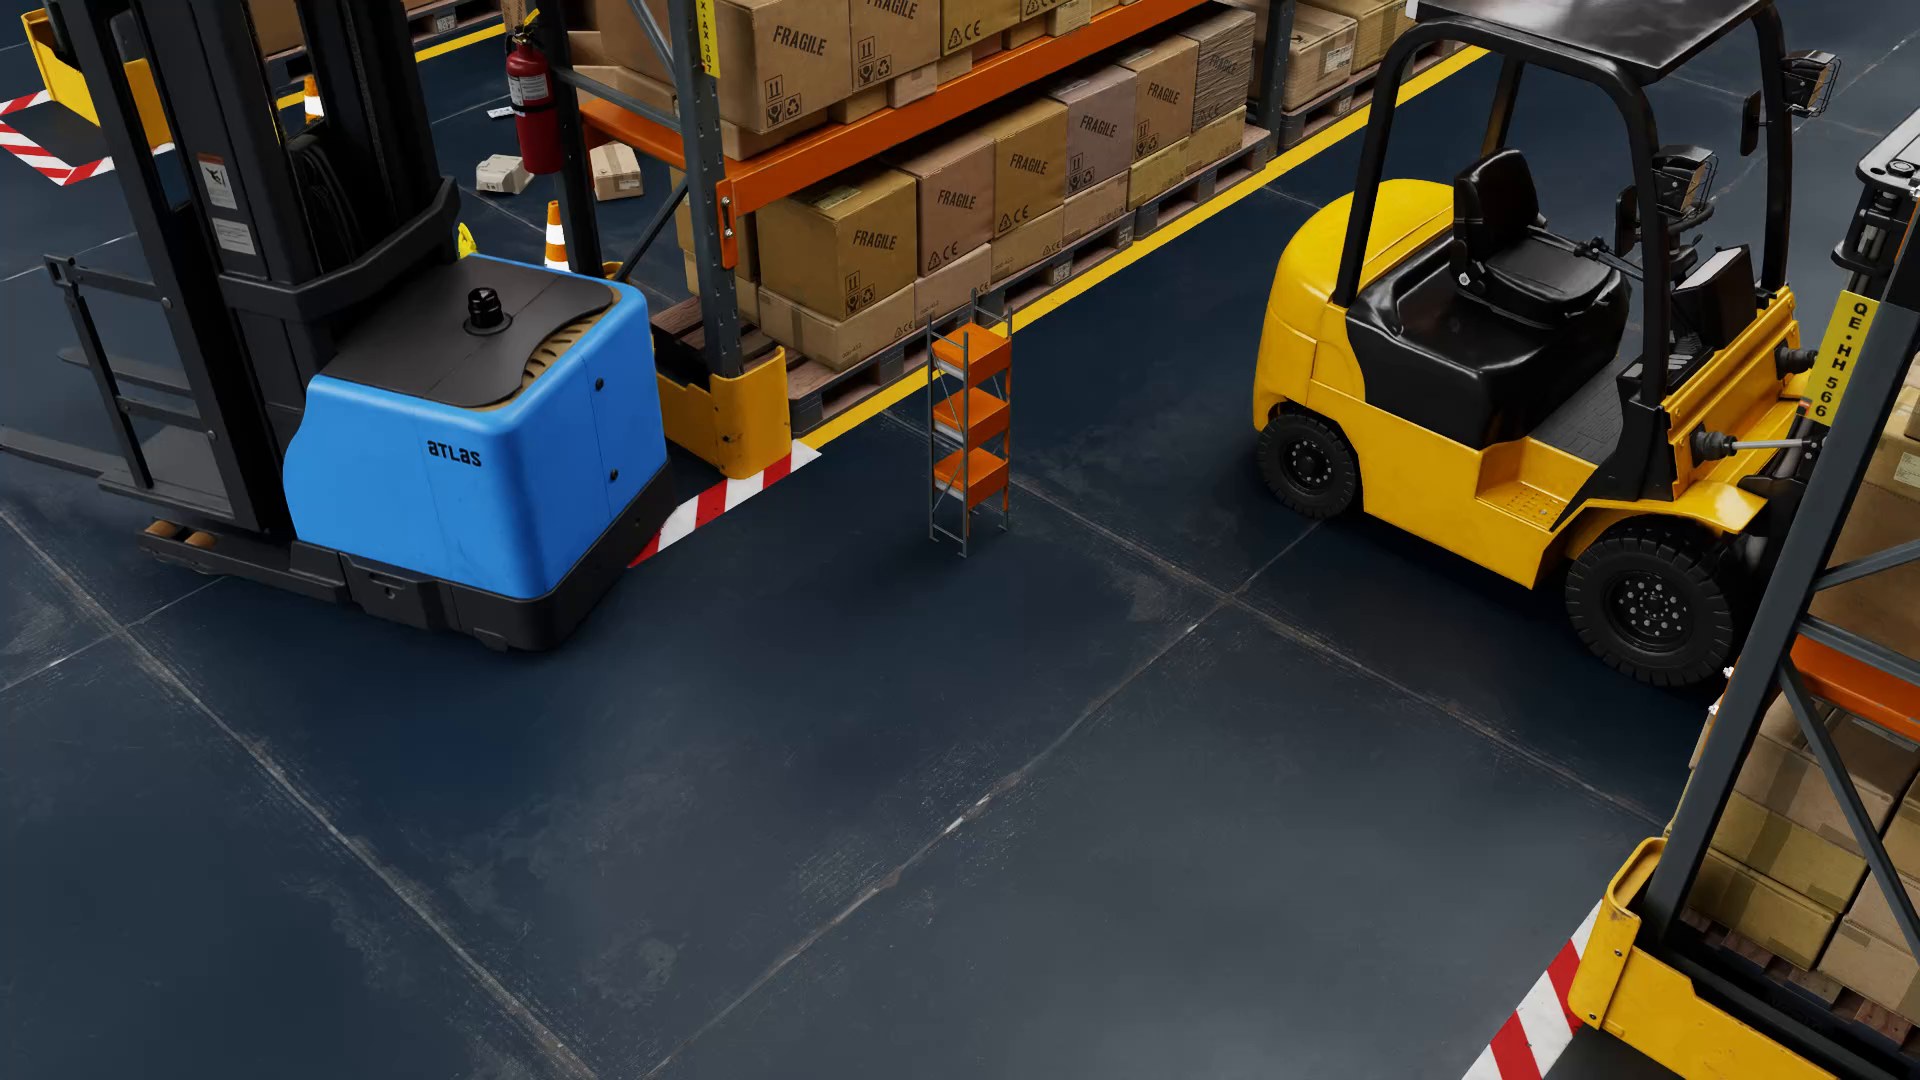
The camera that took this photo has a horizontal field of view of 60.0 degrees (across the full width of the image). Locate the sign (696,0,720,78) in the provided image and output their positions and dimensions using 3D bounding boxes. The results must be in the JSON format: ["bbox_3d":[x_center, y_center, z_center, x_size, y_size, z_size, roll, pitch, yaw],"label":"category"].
[{"bbox_3d":[-0.903,-1.814,5.925,0.100,0.325,0.005,30,47,32],"label":"sign"}]

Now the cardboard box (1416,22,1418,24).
[{"bbox_3d":[2.698,-3.570,10.604,0.950,0.372,0.625,31,48,33],"label":"cardboard box"}]

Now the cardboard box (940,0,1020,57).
[{"bbox_3d":[-0.089,-2.433,7.081,0.500,0.500,0.500,29,47,31],"label":"cardboard box"}]

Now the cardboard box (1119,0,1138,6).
[{"bbox_3d":[0.720,-2.698,7.935,0.380,0.149,0.250,29,47,31],"label":"cardboard box"}]

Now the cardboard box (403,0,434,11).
[{"bbox_3d":[-4.025,-3.812,10.503,0.875,0.875,0.875,29,47,31],"label":"cardboard box"}]

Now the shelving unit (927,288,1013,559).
[{"bbox_3d":[0.036,-0.435,6.454,0.215,1.050,0.252,30,47,32],"label":"shelving unit"}]

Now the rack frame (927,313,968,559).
[{"bbox_3d":[-0.046,-0.379,6.384,0.200,1.050,0.008,30,47,32],"label":"rack frame"}]

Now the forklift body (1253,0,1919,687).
[{"bbox_3d":[2.296,-0.925,6.185,2.313,2.155,1.214,30,47,32],"label":"forklift body"}]

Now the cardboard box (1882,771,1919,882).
[{"bbox_3d":[2.827,0.759,4.454,0.500,0.250,0.500,29,47,31],"label":"cardboard box"}]

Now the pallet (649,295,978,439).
[{"bbox_3d":[-0.678,-1.005,7.844,1.003,0.211,1.213,30,47,32],"label":"pallet"}]

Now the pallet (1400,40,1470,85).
[{"bbox_3d":[2.742,-3.370,10.819,1.003,0.211,1.213,30,47,32],"label":"pallet"}]

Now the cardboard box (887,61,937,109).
[{"bbox_3d":[-0.318,-1.981,7.033,0.380,0.149,0.250,30,48,32],"label":"cardboard box"}]

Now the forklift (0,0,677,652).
[{"bbox_3d":[-2.729,-1.305,6.036,3.031,2.935,1.130,13,40,16],"label":"forklift"}]

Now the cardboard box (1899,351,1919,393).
[{"bbox_3d":[2.541,-0.320,4.141,0.380,0.149,0.250,30,48,33],"label":"cardboard box"}]

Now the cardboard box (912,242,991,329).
[{"bbox_3d":[-0.205,-1.277,7.817,0.500,0.250,0.500,31,48,33],"label":"cardboard box"}]

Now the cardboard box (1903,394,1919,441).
[{"bbox_3d":[2.449,-0.283,3.855,0.380,0.149,0.250,30,47,32],"label":"cardboard box"}]

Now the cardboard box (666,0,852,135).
[{"bbox_3d":[-0.779,-1.959,6.485,0.500,0.500,0.500,29,47,31],"label":"cardboard box"}]

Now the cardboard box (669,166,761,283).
[{"bbox_3d":[-0.955,-1.562,7.573,0.500,0.500,0.500,30,47,32],"label":"cardboard box"}]

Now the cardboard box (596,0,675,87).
[{"bbox_3d":[-1.141,-2.223,6.817,0.500,0.500,0.500,29,47,31],"label":"cardboard box"}]

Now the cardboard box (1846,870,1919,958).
[{"bbox_3d":[2.834,0.967,4.594,0.500,0.250,0.500,31,48,33],"label":"cardboard box"}]

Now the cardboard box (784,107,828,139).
[{"bbox_3d":[-0.762,-1.796,6.800,0.380,0.149,0.250,30,48,32],"label":"cardboard box"}]

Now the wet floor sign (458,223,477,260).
[{"bbox_3d":[-2.221,-1.143,7.669,0.232,0.644,0.267,-18,42,-21],"label":"wet floor sign"}]

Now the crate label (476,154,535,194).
[{"bbox_3d":[-2.530,-2.019,9.178,0.250,0.136,0.298,8,39,10],"label":"crate label"}]

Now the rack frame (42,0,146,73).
[{"bbox_3d":[-5.025,-3.735,9.037,1.000,3.000,0.127,30,47,32],"label":"rack frame"}]

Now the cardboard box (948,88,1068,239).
[{"bbox_3d":[0.155,-1.819,7.897,0.500,0.500,0.500,31,48,33],"label":"cardboard box"}]

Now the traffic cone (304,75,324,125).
[{"bbox_3d":[-3.619,-2.390,9.383,0.336,0.463,0.334,30,47,32],"label":"traffic cone"}]

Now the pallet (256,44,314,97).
[{"bbox_3d":[-4.544,-3.043,10.408,1.003,0.211,1.213,30,47,32],"label":"pallet"}]

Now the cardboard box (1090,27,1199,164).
[{"bbox_3d":[0.852,-2.303,8.506,0.500,0.500,0.500,31,48,33],"label":"cardboard box"}]

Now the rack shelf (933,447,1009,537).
[{"bbox_3d":[0.036,-0.210,6.634,0.215,0.259,0.240,30,47,32],"label":"rack shelf"}]

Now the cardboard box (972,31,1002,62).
[{"bbox_3d":[-0.034,-2.260,7.384,0.380,0.149,0.250,31,48,33],"label":"cardboard box"}]

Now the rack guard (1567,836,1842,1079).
[{"bbox_3d":[2.347,1.369,4.626,1.175,0.500,0.348,30,47,32],"label":"rack guard"}]

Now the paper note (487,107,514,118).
[{"bbox_3d":[-2.742,-2.560,9.947,0.142,0.017,0.144,-18,42,-21],"label":"paper note"}]

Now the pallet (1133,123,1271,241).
[{"bbox_3d":[0.968,-2.126,9.253,1.003,0.211,1.213,30,47,32],"label":"pallet"}]

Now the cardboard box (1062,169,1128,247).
[{"bbox_3d":[0.496,-1.764,8.430,0.500,0.250,0.500,30,48,32],"label":"cardboard box"}]

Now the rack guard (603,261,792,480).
[{"bbox_3d":[-1.252,-0.759,7.303,1.175,0.500,0.348,30,47,32],"label":"rack guard"}]

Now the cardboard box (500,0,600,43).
[{"bbox_3d":[-2.617,-3.451,10.686,0.500,0.500,0.500,-26,45,-29],"label":"cardboard box"}]

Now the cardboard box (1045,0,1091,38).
[{"bbox_3d":[0.379,-2.460,7.635,0.380,0.149,0.250,30,47,32],"label":"cardboard box"}]

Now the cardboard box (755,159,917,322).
[{"bbox_3d":[-0.539,-1.350,7.307,0.500,0.500,0.500,28,46,31],"label":"cardboard box"}]

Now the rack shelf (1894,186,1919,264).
[{"bbox_3d":[3.712,-1.432,4.308,1.077,0.370,4.000,30,47,32],"label":"rack shelf"}]

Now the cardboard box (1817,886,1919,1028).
[{"bbox_3d":[2.839,1.148,4.768,0.500,0.250,0.500,30,47,32],"label":"cardboard box"}]

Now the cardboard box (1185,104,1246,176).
[{"bbox_3d":[1.195,-2.244,9.034,0.500,0.250,0.500,-32,48,-34],"label":"cardboard box"}]

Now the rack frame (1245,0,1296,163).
[{"bbox_3d":[1.395,-3.540,8.792,1.000,3.000,0.127,30,47,32],"label":"rack frame"}]

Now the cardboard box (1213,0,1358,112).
[{"bbox_3d":[1.747,-2.918,9.784,0.950,0.372,0.625,30,47,32],"label":"cardboard box"}]
